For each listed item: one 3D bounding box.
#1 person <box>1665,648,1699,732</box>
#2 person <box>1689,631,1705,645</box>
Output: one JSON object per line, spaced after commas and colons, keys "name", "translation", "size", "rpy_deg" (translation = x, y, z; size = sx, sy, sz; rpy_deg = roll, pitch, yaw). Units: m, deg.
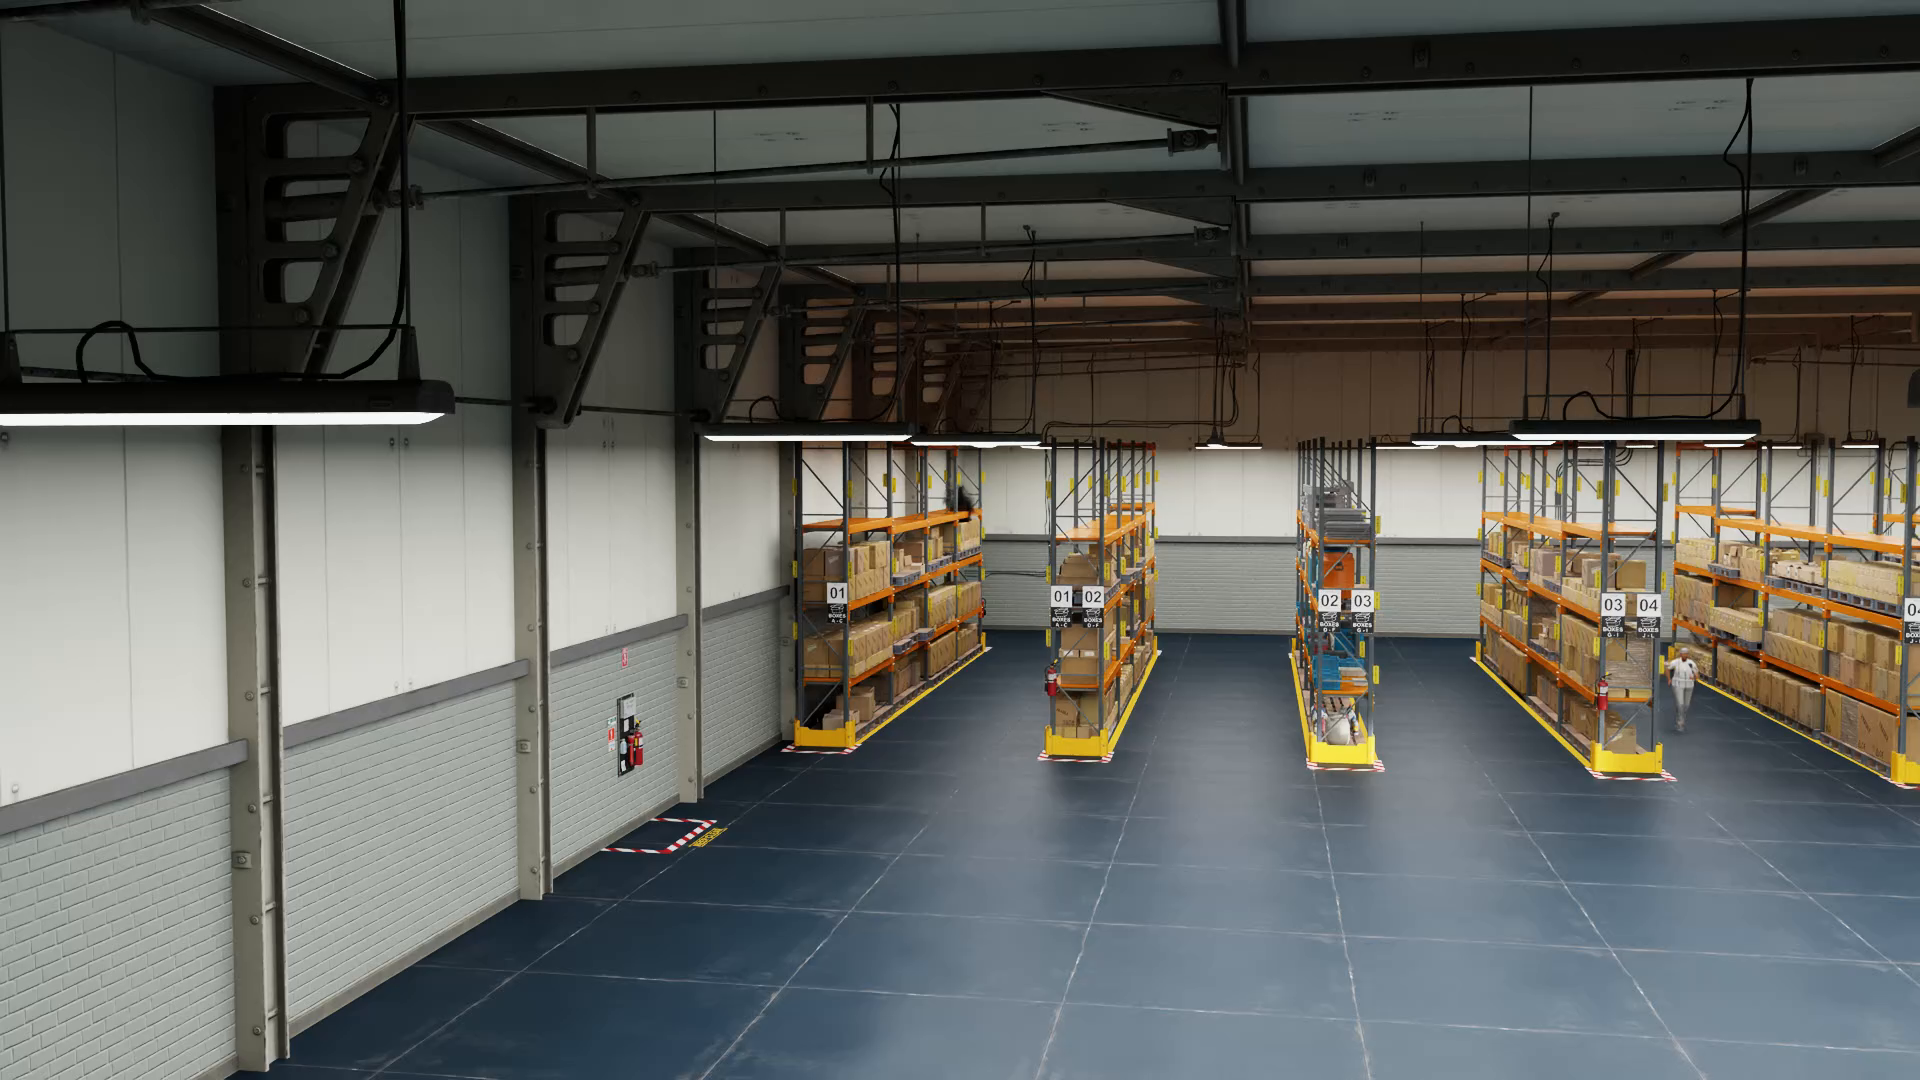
{"name": "person", "translation": [14.925, 3.073, 34.345], "size": [0.593, 1.716, 0.804], "rpy_deg": [0, 3, 6]}
{"name": "person", "translation": [20.204, 2.425, 45.530], "size": [0.915, 1.753, 0.729], "rpy_deg": [3, 4, 40]}
